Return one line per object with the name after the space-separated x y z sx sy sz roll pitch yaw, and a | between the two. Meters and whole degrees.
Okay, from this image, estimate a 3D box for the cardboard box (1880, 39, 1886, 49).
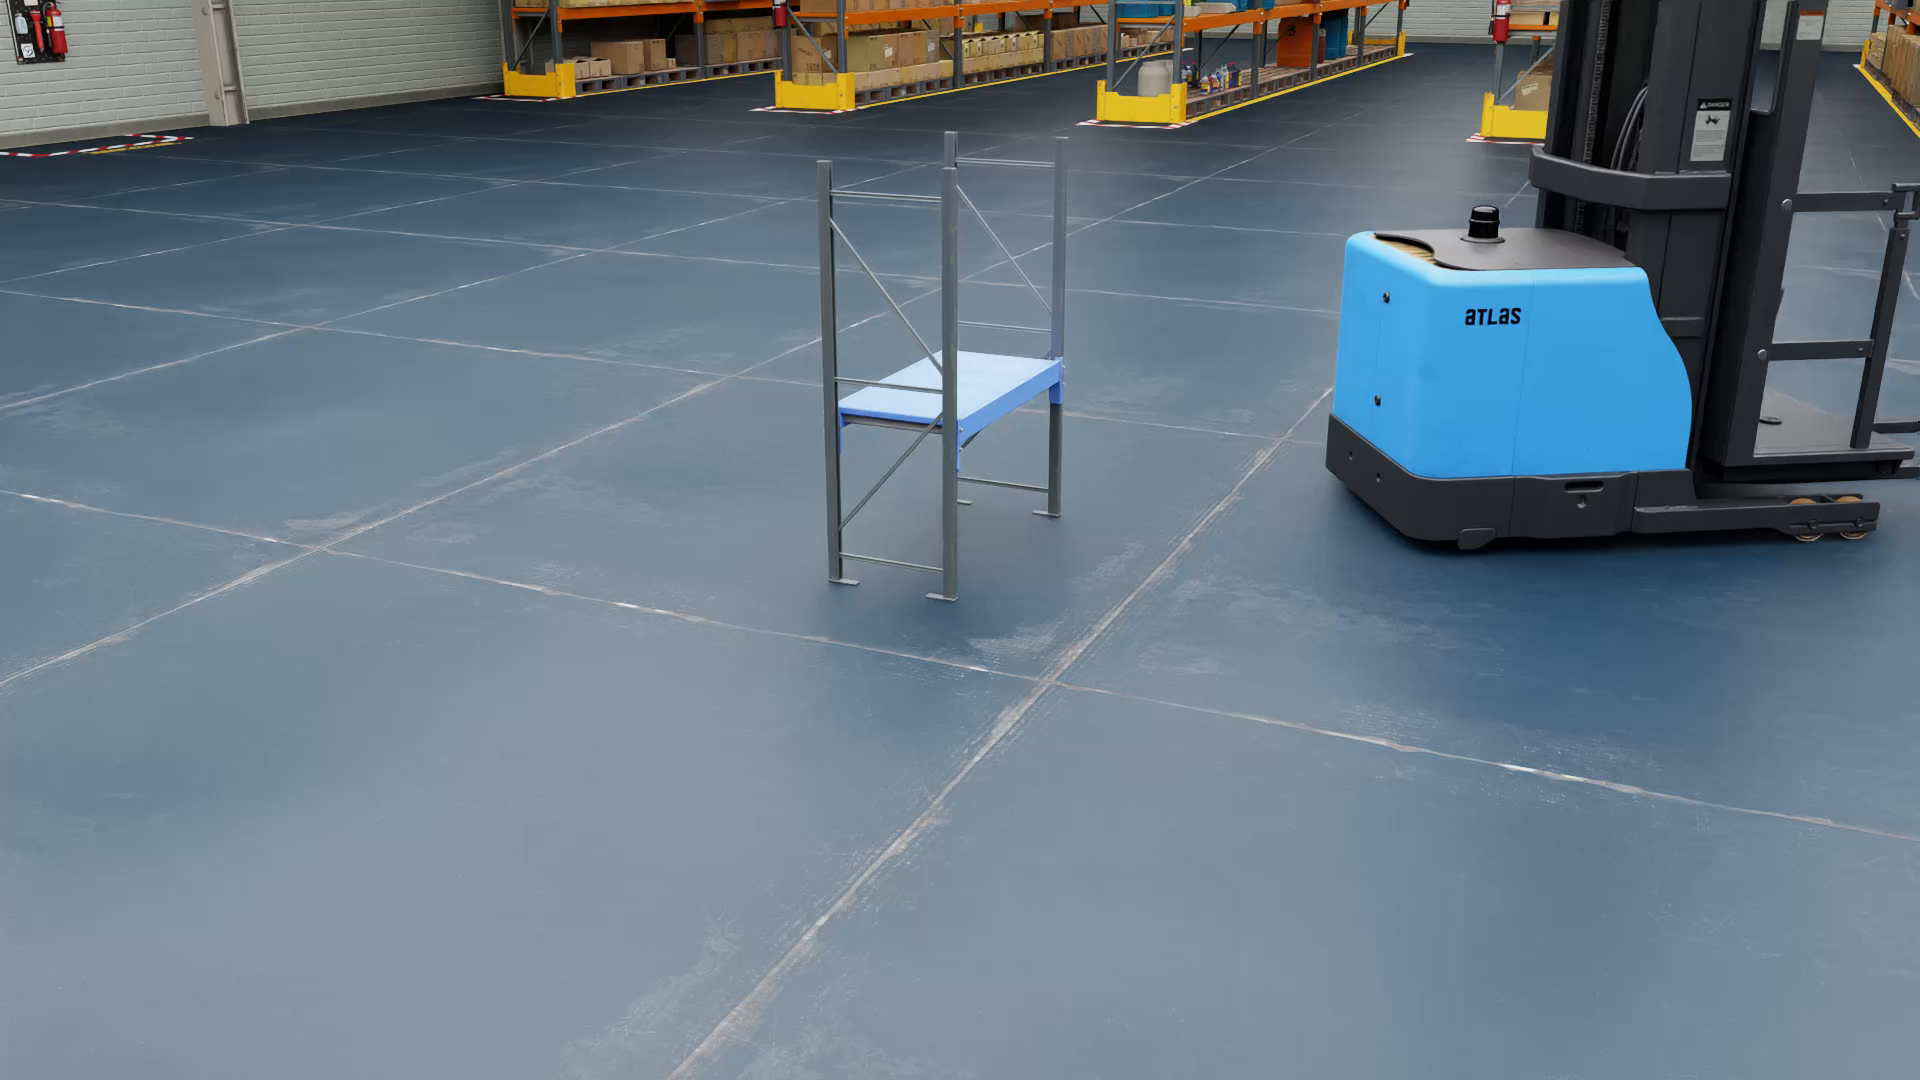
16.418 -8.716 29.240 0.380 0.149 0.250 8 21 22 | cardboard box

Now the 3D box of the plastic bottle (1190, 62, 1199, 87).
3.490 -6.971 24.890 0.144 0.351 0.185 9 21 23 | plastic bottle

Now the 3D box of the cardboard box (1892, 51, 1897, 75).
14.955 -7.468 26.096 0.500 0.500 0.500 9 22 25 | cardboard box

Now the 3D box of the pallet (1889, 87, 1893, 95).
15.029 -6.978 25.775 1.003 0.211 1.213 9 21 23 | pallet

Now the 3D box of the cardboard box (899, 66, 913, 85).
-1.049 -7.173 25.640 0.500 0.250 0.500 9 21 23 | cardboard box

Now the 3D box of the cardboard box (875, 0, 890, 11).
-1.466 -8.180 24.843 0.700 0.500 0.500 9 21 23 | cardboard box

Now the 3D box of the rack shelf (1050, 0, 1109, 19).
2.007 -10.397 32.302 1.077 0.370 4.000 9 21 23 | rack shelf

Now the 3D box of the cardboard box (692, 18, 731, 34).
-4.507 -9.326 30.170 0.500 0.250 0.500 8 21 22 | cardboard box

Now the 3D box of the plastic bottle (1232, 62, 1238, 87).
4.067 -6.944 24.815 0.144 0.351 0.185 8 21 21 | plastic bottle

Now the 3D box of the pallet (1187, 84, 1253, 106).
3.755 -6.708 25.016 1.003 0.211 1.213 9 21 23 | pallet

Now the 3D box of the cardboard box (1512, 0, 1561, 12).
7.199 -6.671 20.156 0.875 0.500 0.500 9 21 23 | cardboard box

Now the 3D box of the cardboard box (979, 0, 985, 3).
0.095 -9.343 28.114 0.500 0.500 0.500 10 22 27 | cardboard box

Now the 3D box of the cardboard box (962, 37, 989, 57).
0.157 -8.313 28.008 0.500 0.311 0.500 8 21 22 | cardboard box

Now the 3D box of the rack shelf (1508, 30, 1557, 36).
7.767 -6.659 21.576 0.831 0.071 3.687 9 21 23 | rack shelf

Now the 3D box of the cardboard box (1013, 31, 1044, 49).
1.198 -9.098 30.213 0.500 0.311 0.500 9 22 24 | cardboard box

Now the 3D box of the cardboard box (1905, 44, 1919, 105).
13.242 -6.170 22.073 1.050 0.750 0.750 8 21 22 | cardboard box

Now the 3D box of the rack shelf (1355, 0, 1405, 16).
8.163 -10.939 33.826 1.077 0.370 4.000 9 21 23 | rack shelf

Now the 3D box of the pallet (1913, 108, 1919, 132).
12.687 -5.295 21.042 1.003 0.211 1.213 9 21 23 | pallet

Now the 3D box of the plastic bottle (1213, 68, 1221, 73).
3.843 -6.863 24.698 0.152 0.276 0.135 9 21 23 | plastic bottle

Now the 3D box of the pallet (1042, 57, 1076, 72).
1.529 -9.034 31.557 1.003 0.211 1.213 9 21 23 | pallet

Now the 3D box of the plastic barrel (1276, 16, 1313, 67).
5.891 -8.771 29.268 0.600 0.830 0.708 9 21 23 | plastic barrel

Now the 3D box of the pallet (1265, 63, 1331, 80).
5.991 -8.377 29.709 1.003 0.211 1.213 9 21 23 | pallet

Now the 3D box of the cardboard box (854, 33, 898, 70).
-1.269 -7.376 25.091 0.500 0.500 0.500 9 21 23 | cardboard box

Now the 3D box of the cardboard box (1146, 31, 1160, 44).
4.050 -10.996 36.358 0.500 0.250 0.500 9 21 23 | cardboard box

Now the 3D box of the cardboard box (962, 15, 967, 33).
-0.252 -12.041 38.955 0.700 0.500 0.500 9 21 23 | cardboard box

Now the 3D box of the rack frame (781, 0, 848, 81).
-2.088 -7.679 23.586 1.000 3.000 0.127 9 21 23 | rack frame

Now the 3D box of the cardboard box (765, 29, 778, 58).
-3.897 -9.464 31.678 0.700 0.500 0.500 9 21 23 | cardboard box

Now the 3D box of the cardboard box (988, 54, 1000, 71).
0.362 -8.209 28.551 0.500 0.250 0.500 8 21 21 | cardboard box

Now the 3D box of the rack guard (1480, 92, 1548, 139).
6.980 -5.164 20.245 1.175 0.500 0.348 9 21 23 | rack guard

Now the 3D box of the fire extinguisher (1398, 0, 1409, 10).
9.458 -11.661 35.454 0.296 0.674 0.183 9 21 23 | fire extinguisher

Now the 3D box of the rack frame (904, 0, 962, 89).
-0.450 -8.902 27.024 1.000 3.000 0.127 9 21 23 | rack frame

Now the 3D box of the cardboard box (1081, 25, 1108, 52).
2.676 -10.037 33.289 0.500 0.500 0.500 9 21 23 | cardboard box

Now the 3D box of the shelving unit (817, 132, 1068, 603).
-0.035 -0.681 6.144 0.538 1.500 1.048 9 21 23 | shelving unit

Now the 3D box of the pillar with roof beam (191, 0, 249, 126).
-5.641 -9.092 18.606 9.100 9.000 0.400 9 21 23 | pillar with roof beam

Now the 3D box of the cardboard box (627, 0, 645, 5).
-5.496 -8.872 27.134 0.500 0.250 0.500 9 21 23 | cardboard box

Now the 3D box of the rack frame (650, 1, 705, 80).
-4.971 -9.581 28.932 1.000 3.000 0.127 9 21 23 | rack frame

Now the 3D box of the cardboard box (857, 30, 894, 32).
-1.335 -7.753 26.151 0.500 0.500 0.500 9 21 23 | cardboard box

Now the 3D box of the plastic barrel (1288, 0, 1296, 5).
5.307 -9.024 27.200 0.421 0.512 0.421 0 20 0 | plastic barrel

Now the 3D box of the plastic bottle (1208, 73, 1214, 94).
3.566 -6.504 23.679 0.061 0.283 0.133 9 21 24 | plastic bottle

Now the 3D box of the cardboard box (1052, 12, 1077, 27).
1.996 -10.310 32.939 0.500 0.250 0.500 9 21 23 | cardboard box

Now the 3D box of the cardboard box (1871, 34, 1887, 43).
17.236 -9.360 31.051 0.380 0.149 0.250 8 21 23 | cardboard box

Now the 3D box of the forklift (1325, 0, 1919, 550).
3.125 -1.547 6.444 3.031 2.935 1.130 -3 20 -7 | forklift

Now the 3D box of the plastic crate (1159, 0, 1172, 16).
2.633 -7.320 22.798 0.499 0.251 0.408 9 21 23 | plastic crate

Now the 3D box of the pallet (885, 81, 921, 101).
-1.312 -6.977 25.771 1.003 0.211 1.213 9 21 23 | pallet

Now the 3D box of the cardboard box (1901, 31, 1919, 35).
14.749 -7.672 25.548 0.500 0.250 0.500 8 21 21 | cardboard box

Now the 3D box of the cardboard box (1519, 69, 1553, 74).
7.433 -5.715 21.166 0.500 0.500 0.500 15 25 37 | cardboard box

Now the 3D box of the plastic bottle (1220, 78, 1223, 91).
3.763 -6.627 24.147 0.097 0.201 0.097 0 20 0 | plastic bottle

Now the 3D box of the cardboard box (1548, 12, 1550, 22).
7.292 -6.621 20.984 0.380 0.149 0.250 9 21 23 | cardboard box

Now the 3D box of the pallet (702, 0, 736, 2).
-4.525 -9.704 29.565 1.003 0.211 1.213 9 21 23 | pallet

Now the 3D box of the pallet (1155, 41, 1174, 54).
4.108 -10.989 37.055 1.003 0.211 1.213 9 21 23 | pallet
